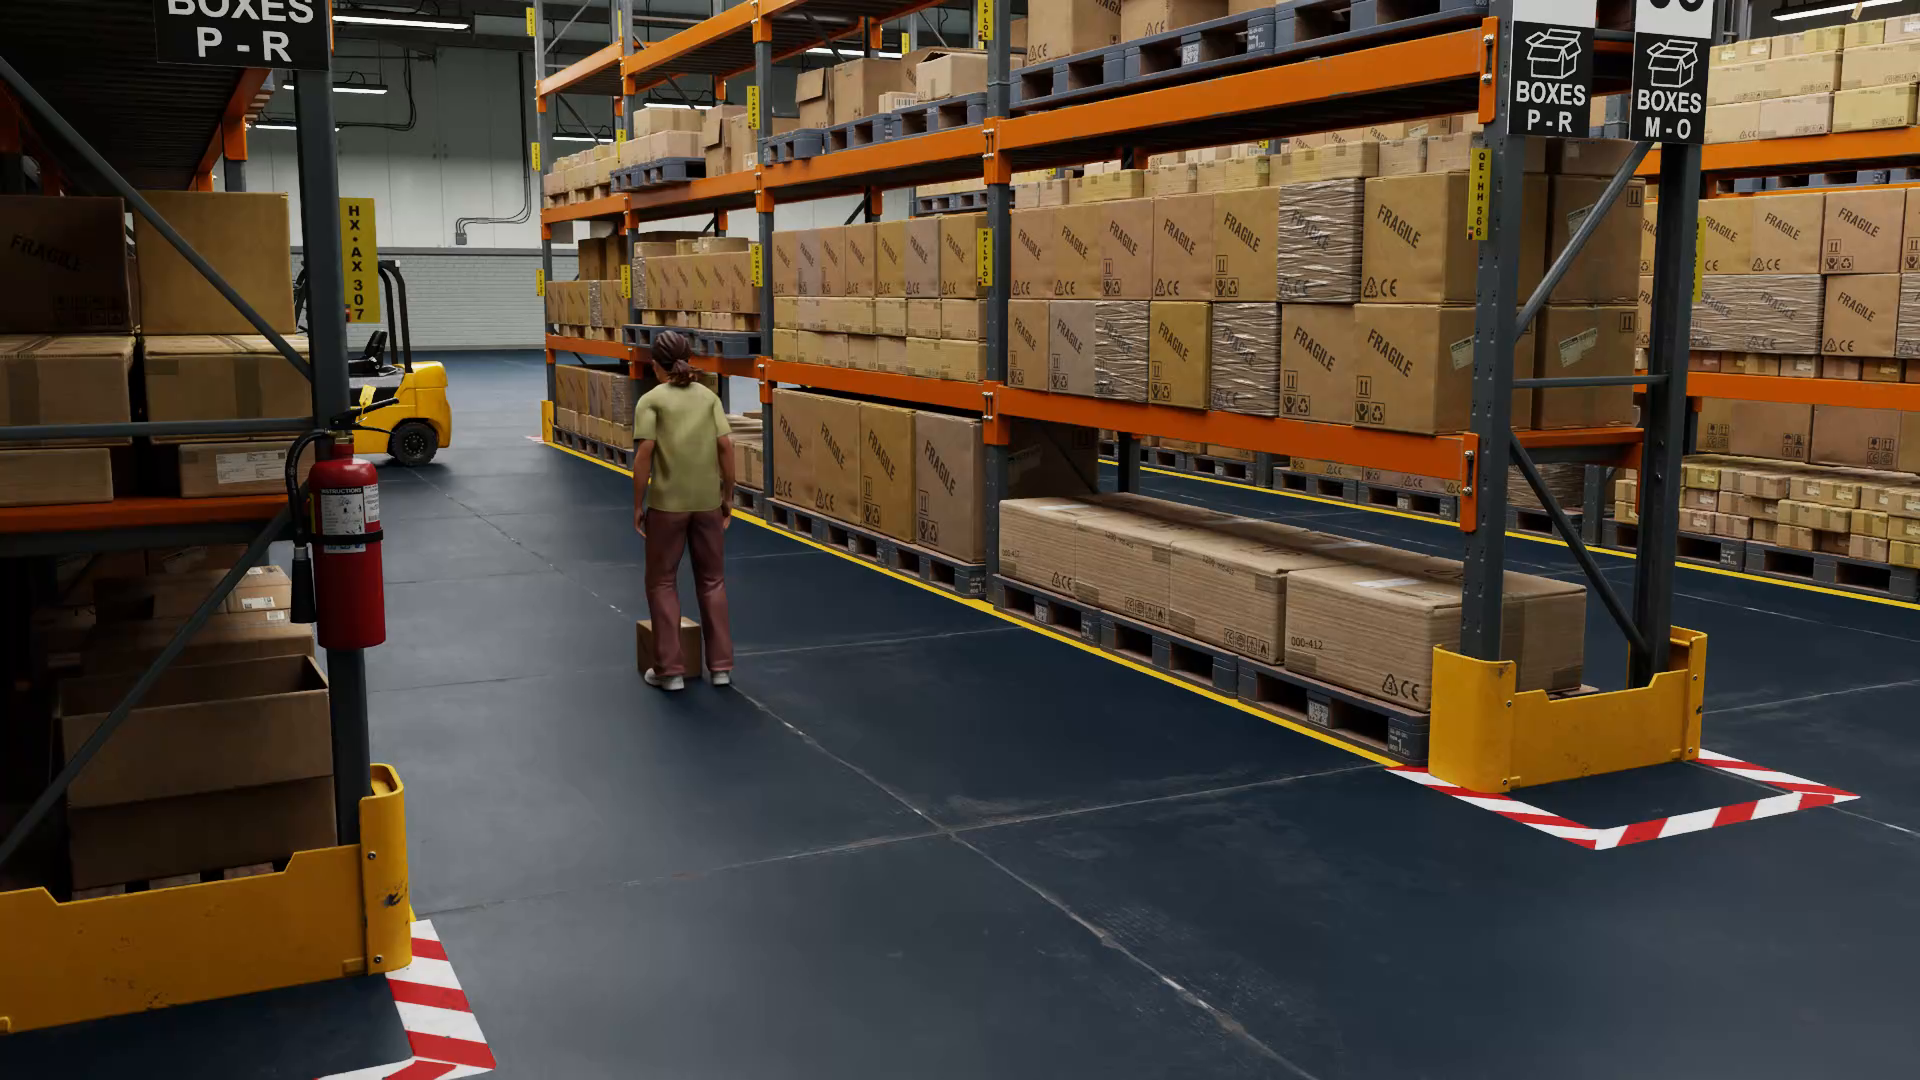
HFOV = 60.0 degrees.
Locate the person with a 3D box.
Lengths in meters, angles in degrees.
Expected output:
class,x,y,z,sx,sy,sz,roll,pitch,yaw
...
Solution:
class,x,y,z,sx,sy,sz,roll,pitch,yaw
person,-1.299,-0.140,7.780,0.504,1.671,0.364,-5,10,-28
